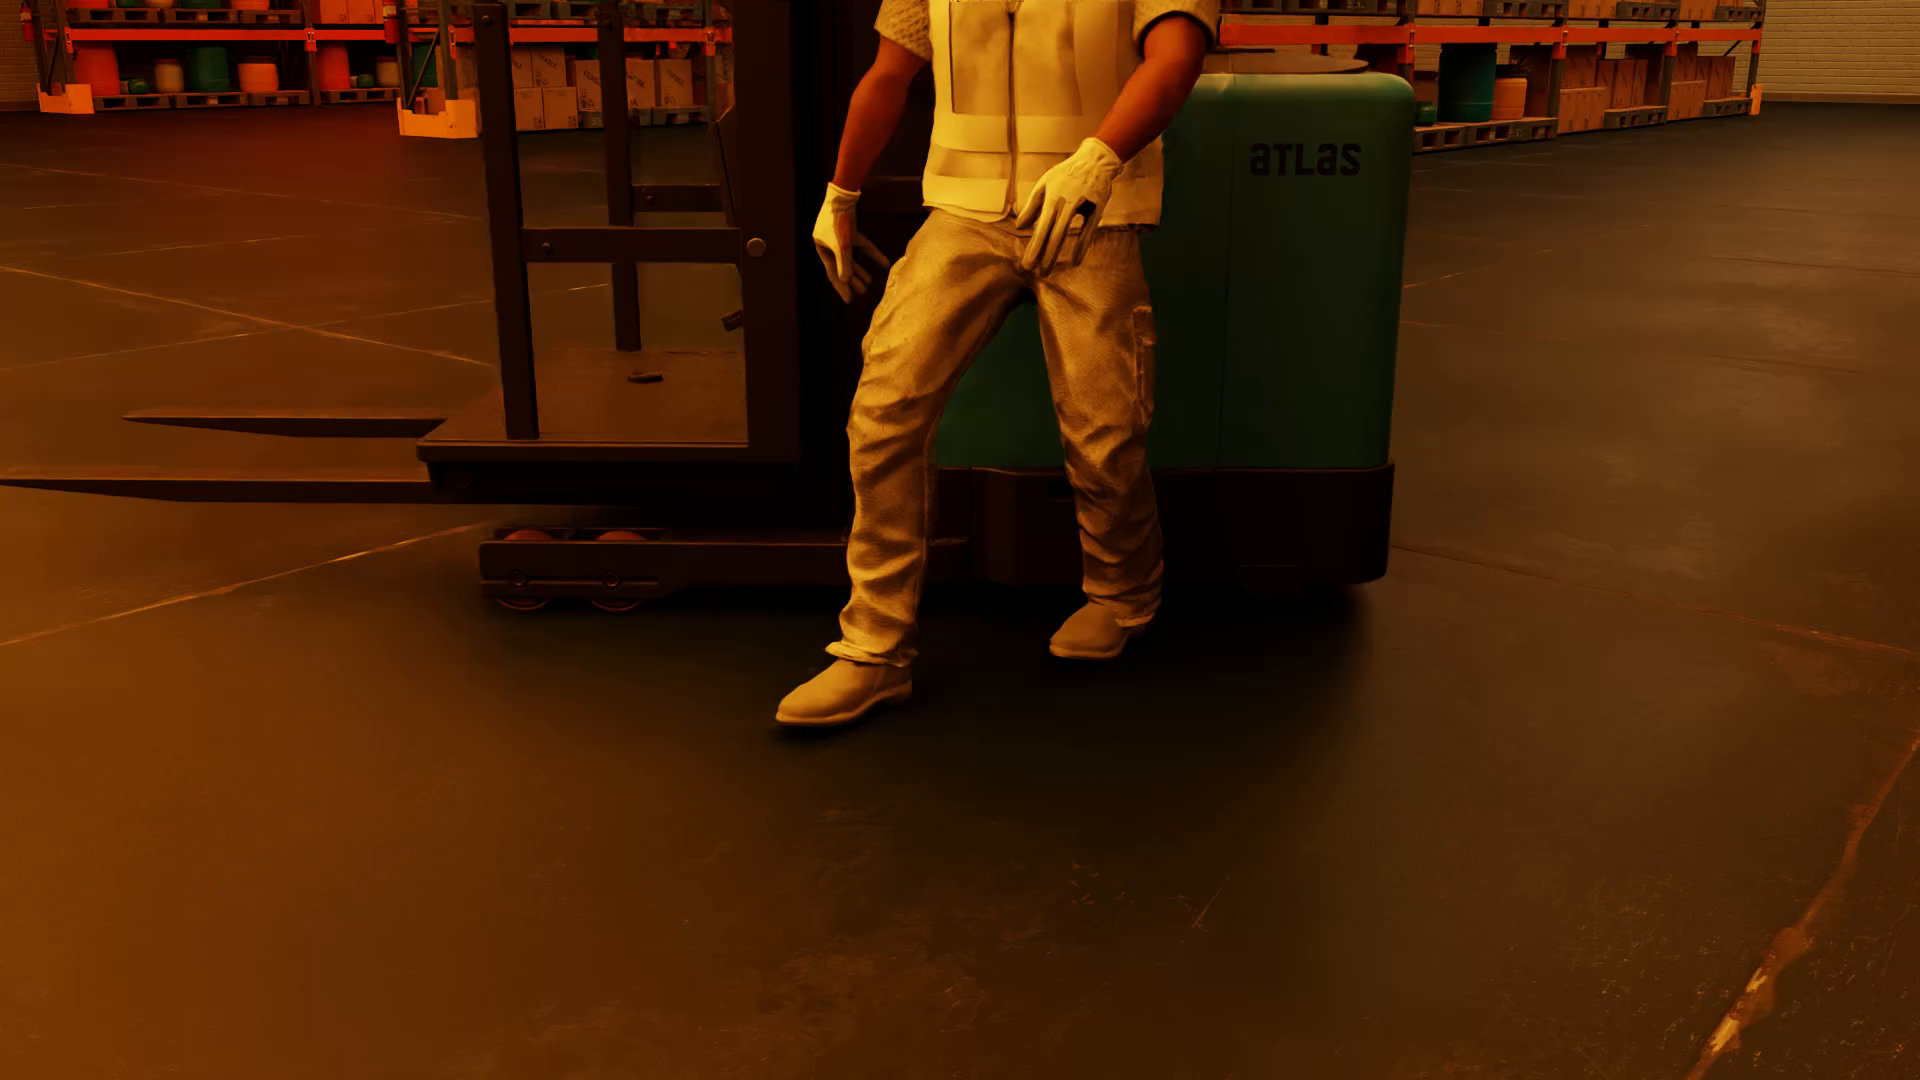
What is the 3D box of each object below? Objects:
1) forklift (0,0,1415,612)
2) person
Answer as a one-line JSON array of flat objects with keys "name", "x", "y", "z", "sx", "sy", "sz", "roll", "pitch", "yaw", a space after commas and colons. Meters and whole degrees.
[{"name": "forklift", "x": -0.611, "y": -1.406, "z": 3.529, "sx": 3.031, "sy": 2.935, "sz": 1.130, "roll": 0, "pitch": 17, "yaw": 2}, {"name": "person", "x": 0.044, "y": -0.549, "z": 2.853, "sx": 0.760, "sy": 1.690, "sz": 0.764, "roll": 6, "pitch": 18, "yaw": 18}]
